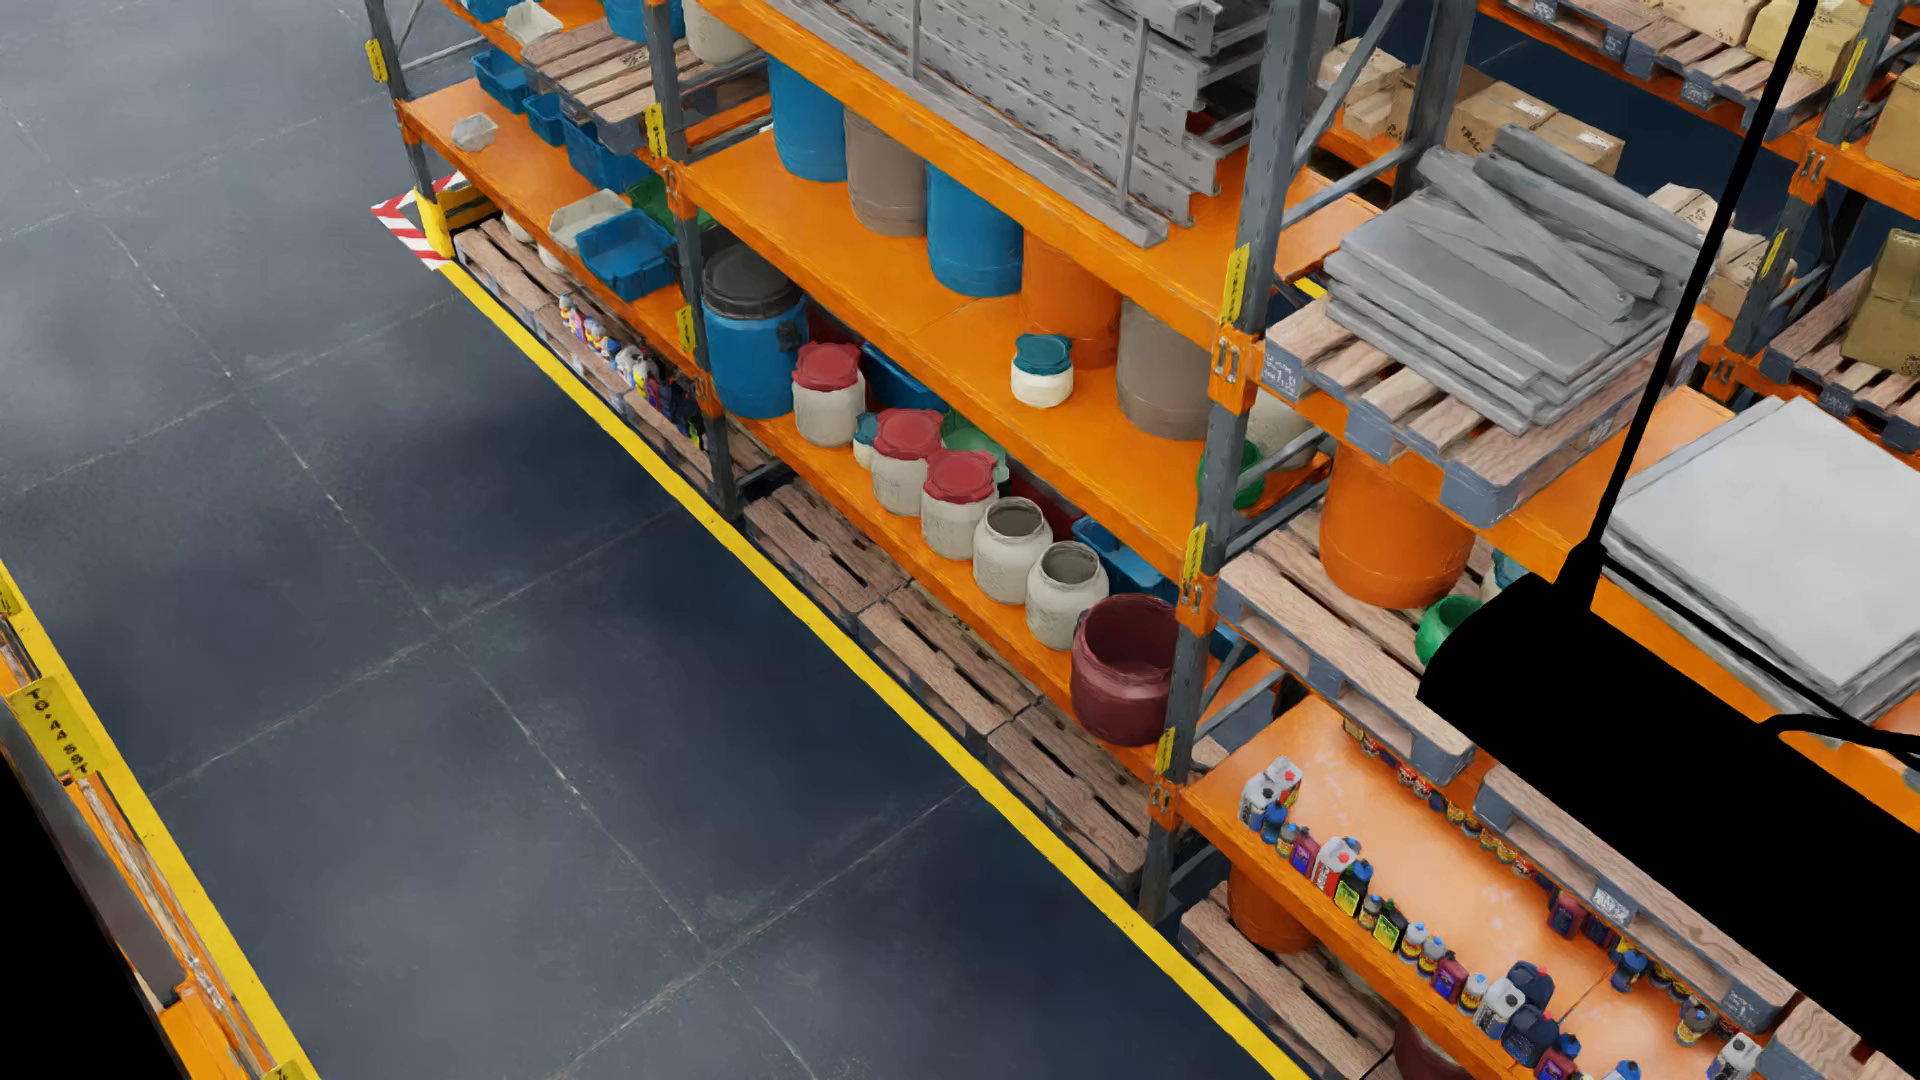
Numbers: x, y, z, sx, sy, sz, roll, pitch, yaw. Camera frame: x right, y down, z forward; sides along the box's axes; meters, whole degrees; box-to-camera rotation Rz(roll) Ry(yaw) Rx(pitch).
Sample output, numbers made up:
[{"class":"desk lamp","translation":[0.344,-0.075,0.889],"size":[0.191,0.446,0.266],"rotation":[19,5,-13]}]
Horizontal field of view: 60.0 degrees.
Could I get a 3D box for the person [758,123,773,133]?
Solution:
[{"class":"person","translation":[-1.289,-2.716,12.431],"size":[0.456,1.575,1.088],"rotation":[-29,53,-25]}]
